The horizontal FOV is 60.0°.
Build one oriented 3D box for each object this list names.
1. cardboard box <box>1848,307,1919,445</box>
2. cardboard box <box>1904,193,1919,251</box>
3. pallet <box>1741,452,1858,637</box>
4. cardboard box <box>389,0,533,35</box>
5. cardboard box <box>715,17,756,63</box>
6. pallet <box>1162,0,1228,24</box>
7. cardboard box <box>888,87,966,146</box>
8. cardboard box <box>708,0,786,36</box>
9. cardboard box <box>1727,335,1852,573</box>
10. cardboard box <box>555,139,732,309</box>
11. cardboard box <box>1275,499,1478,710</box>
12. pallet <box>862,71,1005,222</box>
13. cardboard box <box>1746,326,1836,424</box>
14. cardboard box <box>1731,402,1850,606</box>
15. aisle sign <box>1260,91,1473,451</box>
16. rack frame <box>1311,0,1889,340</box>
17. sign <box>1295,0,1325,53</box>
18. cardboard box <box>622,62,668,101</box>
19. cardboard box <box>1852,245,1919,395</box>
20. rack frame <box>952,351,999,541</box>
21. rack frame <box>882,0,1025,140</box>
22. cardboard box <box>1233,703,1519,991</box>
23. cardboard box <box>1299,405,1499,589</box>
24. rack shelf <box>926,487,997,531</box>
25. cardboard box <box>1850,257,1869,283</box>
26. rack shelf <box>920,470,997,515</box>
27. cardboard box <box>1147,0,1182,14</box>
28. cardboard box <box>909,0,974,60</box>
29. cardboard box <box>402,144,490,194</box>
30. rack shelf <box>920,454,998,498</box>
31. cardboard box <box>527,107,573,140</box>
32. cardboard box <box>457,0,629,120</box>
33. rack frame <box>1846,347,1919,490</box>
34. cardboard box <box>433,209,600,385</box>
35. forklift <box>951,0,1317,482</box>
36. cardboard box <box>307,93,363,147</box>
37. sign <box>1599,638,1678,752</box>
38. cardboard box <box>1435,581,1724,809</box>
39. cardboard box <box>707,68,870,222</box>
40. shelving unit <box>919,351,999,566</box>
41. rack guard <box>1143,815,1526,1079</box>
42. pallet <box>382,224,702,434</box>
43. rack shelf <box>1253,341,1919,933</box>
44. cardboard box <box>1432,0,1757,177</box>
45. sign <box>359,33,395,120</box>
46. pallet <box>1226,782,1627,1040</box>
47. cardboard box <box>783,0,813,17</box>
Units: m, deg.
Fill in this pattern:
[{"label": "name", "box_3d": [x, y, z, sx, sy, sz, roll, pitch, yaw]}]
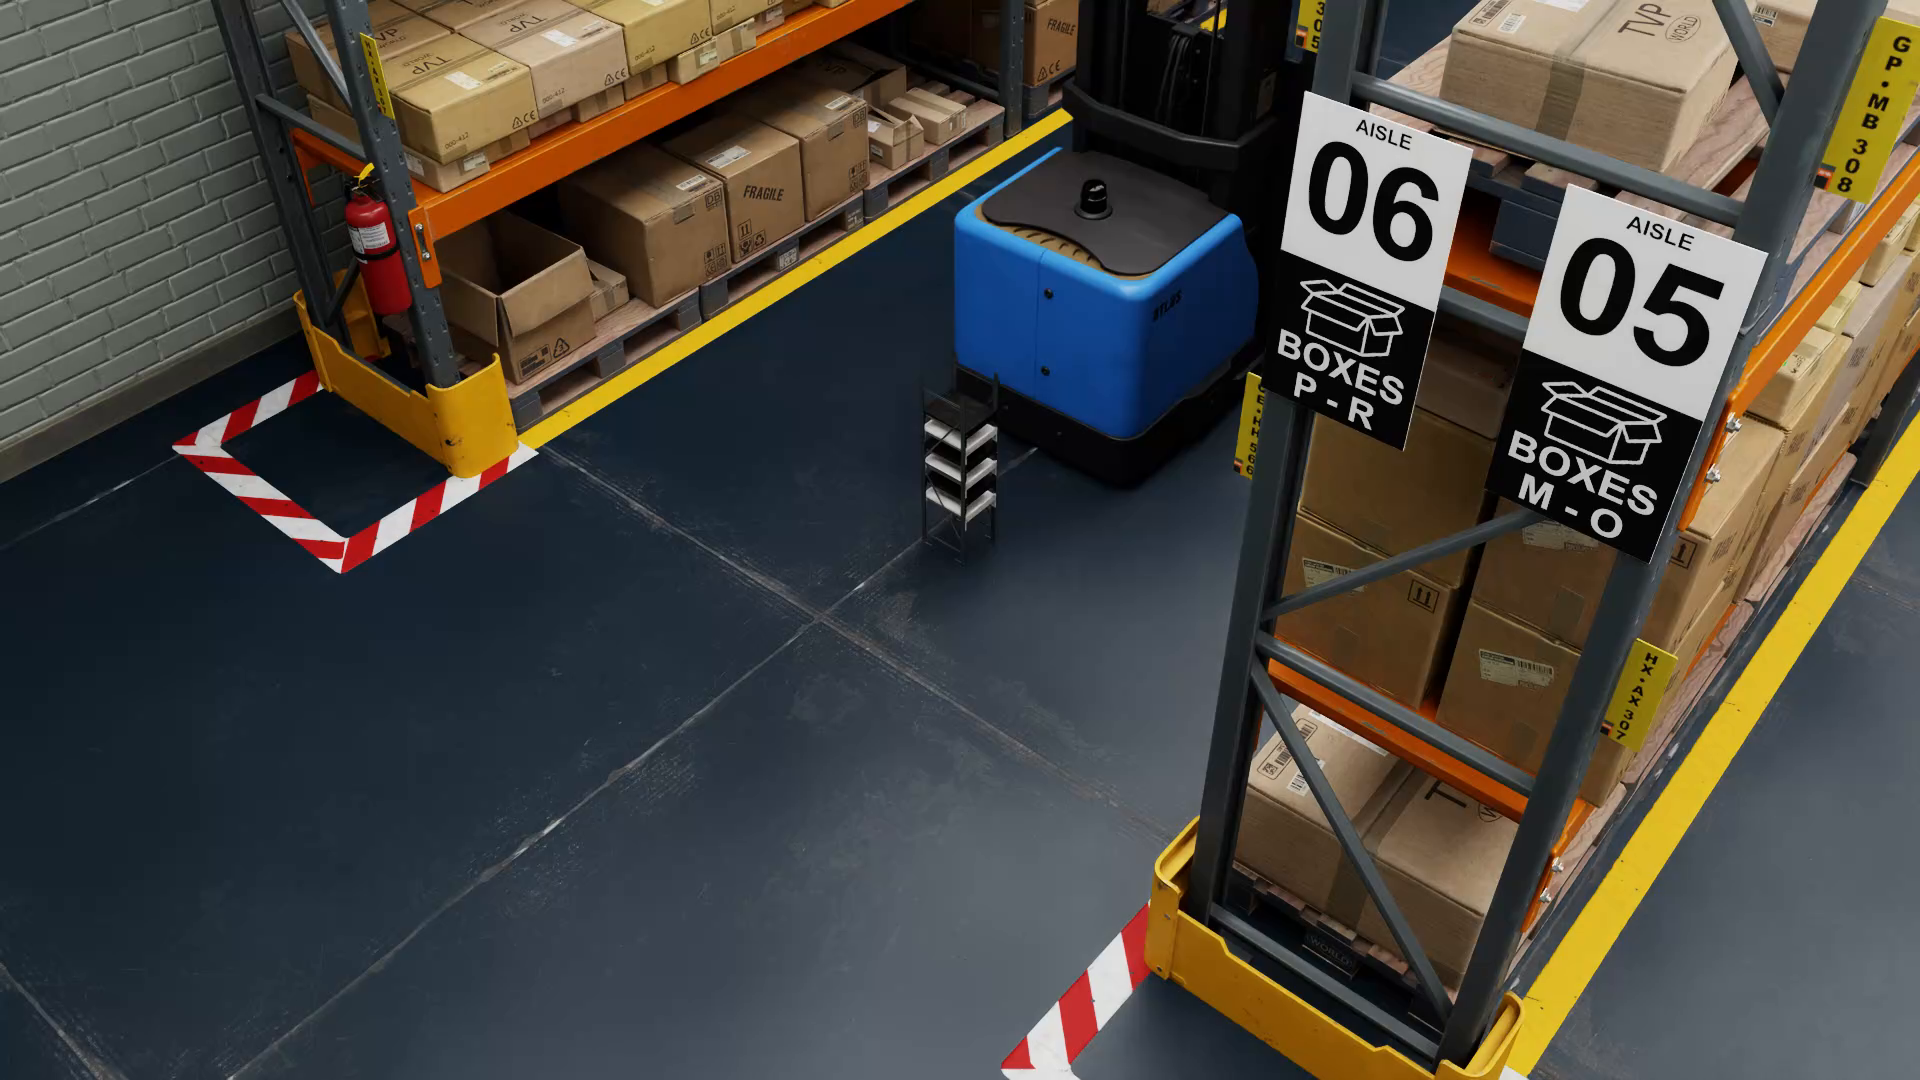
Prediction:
[{"label": "cardboard box", "box_3d": [3.005, -0.740, 5.760, 0.500, 0.500, 0.500, 29, 50, 28]}, {"label": "cardboard box", "box_3d": [2.644, -1.016, 4.838, 0.380, 0.149, 0.250, 28, 49, 28]}, {"label": "pallet", "box_3d": [3.198, -0.196, 7.309, 1.003, 0.211, 1.213, 29, 50, 28]}, {"label": "cardboard box", "box_3d": [-2.203, -2.344, 7.489, 0.500, 0.250, 0.500, 30, 50, 29]}, {"label": "cardboard box", "box_3d": [-1.186, -2.417, 7.865, 0.380, 0.149, 0.250, 31, 50, 29]}, {"label": "pallet", "box_3d": [1.225, -3.767, 11.236, 1.003, 0.211, 1.213, 29, 50, 28]}, {"label": "cardboard box", "box_3d": [-0.188, -2.419, 9.488, 0.380, 0.149, 0.250, 28, 49, 27]}, {"label": "cardboard box", "box_3d": [-1.169, -2.639, 7.813, 0.500, 0.250, 0.500, 28, 49, 27]}, {"label": "cardboard box", "box_3d": [2.027, -0.326, 4.561, 0.500, 0.500, 0.500, 28, 49, 27]}, {"label": "cardboard box", "box_3d": [-1.582, -1.601, 8.327, 0.700, 0.500, 0.500, 32, 51, 30]}, {"label": "cardboard box", "box_3d": [1.281, 0.074, 4.864, 0.500, 0.500, 0.500, 30, 50, 29]}, {"label": "pallet", "box_3d": [-0.497, -2.348, 9.675, 1.003, 0.211, 1.213, 29, 50, 28]}, {"label": "cardboard box", "box_3d": [1.983, -0.486, 4.255, 0.380, 0.149, 0.250, 31, 51, 30]}, {"label": "cardboard box", "box_3d": [2.347, -0.212, 5.179, 0.500, 0.500, 0.500, 29, 50, 28]}, {"label": "aisle sign", "box_3d": [0.890, -0.585, 3.731, 0.394, 0.787, 0.004, 29, 50, 28]}, {"label": "rack frame", "box_3d": [1.173, -1.745, 2.481, 1.000, 3.000, 0.127, 29, 50, 28]}, {"label": "sign", "box_3d": [0.767, -1.176, 3.485, 0.100, 0.325, 0.005, 29, 50, 28]}, {"label": "cardboard box", "box_3d": [-1.560, -2.175, 7.599, 0.380, 0.149, 0.250, 30, 50, 29]}, {"label": "cardboard box", "box_3d": [2.673, -0.851, 5.139, 0.500, 0.500, 0.500, 30, 50, 29]}, {"label": "rack frame", "box_3d": [0.060, -0.381, 7.000, 0.240, 0.900, 0.006, 29, 50, 28]}, {"label": "rack frame", "box_3d": [-0.054, -3.733, 9.125, 1.000, 3.000, 0.127, 29, 50, 28]}, {"label": "cardboard box", "box_3d": [1.521, 0.884, 5.641, 0.875, 0.438, 0.875, 28, 49, 27]}, {"label": "cardboard box", "box_3d": [1.301, -0.284, 4.515, 0.500, 0.500, 0.500, 31, 51, 30]}, {"label": "rack shelf", "box_3d": [-0.005, -0.171, 7.086, 0.258, 0.077, 0.200, 29, 50, 28]}, {"label": "cardboard box", "box_3d": [2.267, -0.787, 4.586, 0.380, 0.149, 0.250, 30, 50, 29]}, {"label": "rack shelf", "box_3d": [-0.005, -0.238, 7.026, 0.258, 0.077, 0.200, 29, 50, 28]}, {"label": "cardboard box", "box_3d": [1.089, -3.648, 10.579, 0.500, 0.500, 0.500, 28, 49, 27]}, {"label": "cardboard box", "box_3d": [0.036, -3.344, 10.244, 0.500, 0.500, 0.500, 29, 50, 28]}, {"label": "cardboard box", "box_3d": [-2.207, -1.630, 7.000, 0.380, 0.149, 0.250, 29, 50, 28]}, {"label": "rack shelf", "box_3d": [-0.005, -0.304, 6.965, 0.258, 0.077, 0.200, 29, 50, 28]}, {"label": "cardboard box", "box_3d": [-1.936, -1.932, 7.332, 0.380, 0.149, 0.250, 29, 50, 28]}, {"label": "cardboard box", "box_3d": [-1.806, -2.104, 7.225, 0.500, 0.250, 0.500, 30, 50, 29]}, {"label": "rack frame", "box_3d": [3.747, -1.585, 6.764, 1.000, 3.000, 0.127, 29, 50, 28]}, {"label": "cardboard box", "box_3d": [-2.162, -1.179, 7.860, 0.797, 0.503, 0.637, 28, 49, 27]}, {"label": "forklift", "box_3d": [1.272, -2.276, 7.575, 1.130, 2.935, 3.031, 28, 49, 28]}, {"label": "cardboard box", "box_3d": [-2.620, -1.867, 7.260, 0.380, 0.149, 0.250, 29, 50, 28]}, {"label": "sign", "box_3d": [1.594, 0.368, 3.913, 0.100, 0.325, 0.005, 29, 50, 28]}, {"label": "cardboard box", "box_3d": [1.702, 0.314, 4.600, 0.500, 0.500, 0.500, 29, 50, 28]}, {"label": "cardboard box", "box_3d": [-0.914, -2.135, 8.914, 0.700, 0.500, 0.500, 28, 49, 27]}, {"label": "shelving unit", "box_3d": [-0.005, -0.329, 6.943, 0.258, 0.900, 0.210, 29, 50, 28]}, {"label": "rack guard", "box_3d": [1.158, 1.411, 5.326, 1.175, 0.500, 0.348, 29, 50, 28]}, {"label": "pallet", "box_3d": [-2.067, -1.091, 8.293, 1.003, 0.211, 1.213, 29, 50, 28]}, {"label": "rack shelf", "box_3d": [2.460, -0.289, 5.873, 1.077, 0.370, 4.000, 29, 50, 28]}, {"label": "cardboard box", "box_3d": [1.394, -1.043, 3.663, 0.500, 0.250, 0.500, 25, 48, 25]}, {"label": "sign", "box_3d": [-2.213, -1.758, 6.311, 0.100, 0.325, 0.005, 29, 50, 28]}, {"label": "pallet", "box_3d": [1.628, 1.060, 5.927, 1.003, 0.211, 1.213, 29, 50, 28]}, {"label": "cardboard box", "box_3d": [-0.950, -2.727, 8.206, 0.380, 0.149, 0.250, 30, 50, 29]}]
